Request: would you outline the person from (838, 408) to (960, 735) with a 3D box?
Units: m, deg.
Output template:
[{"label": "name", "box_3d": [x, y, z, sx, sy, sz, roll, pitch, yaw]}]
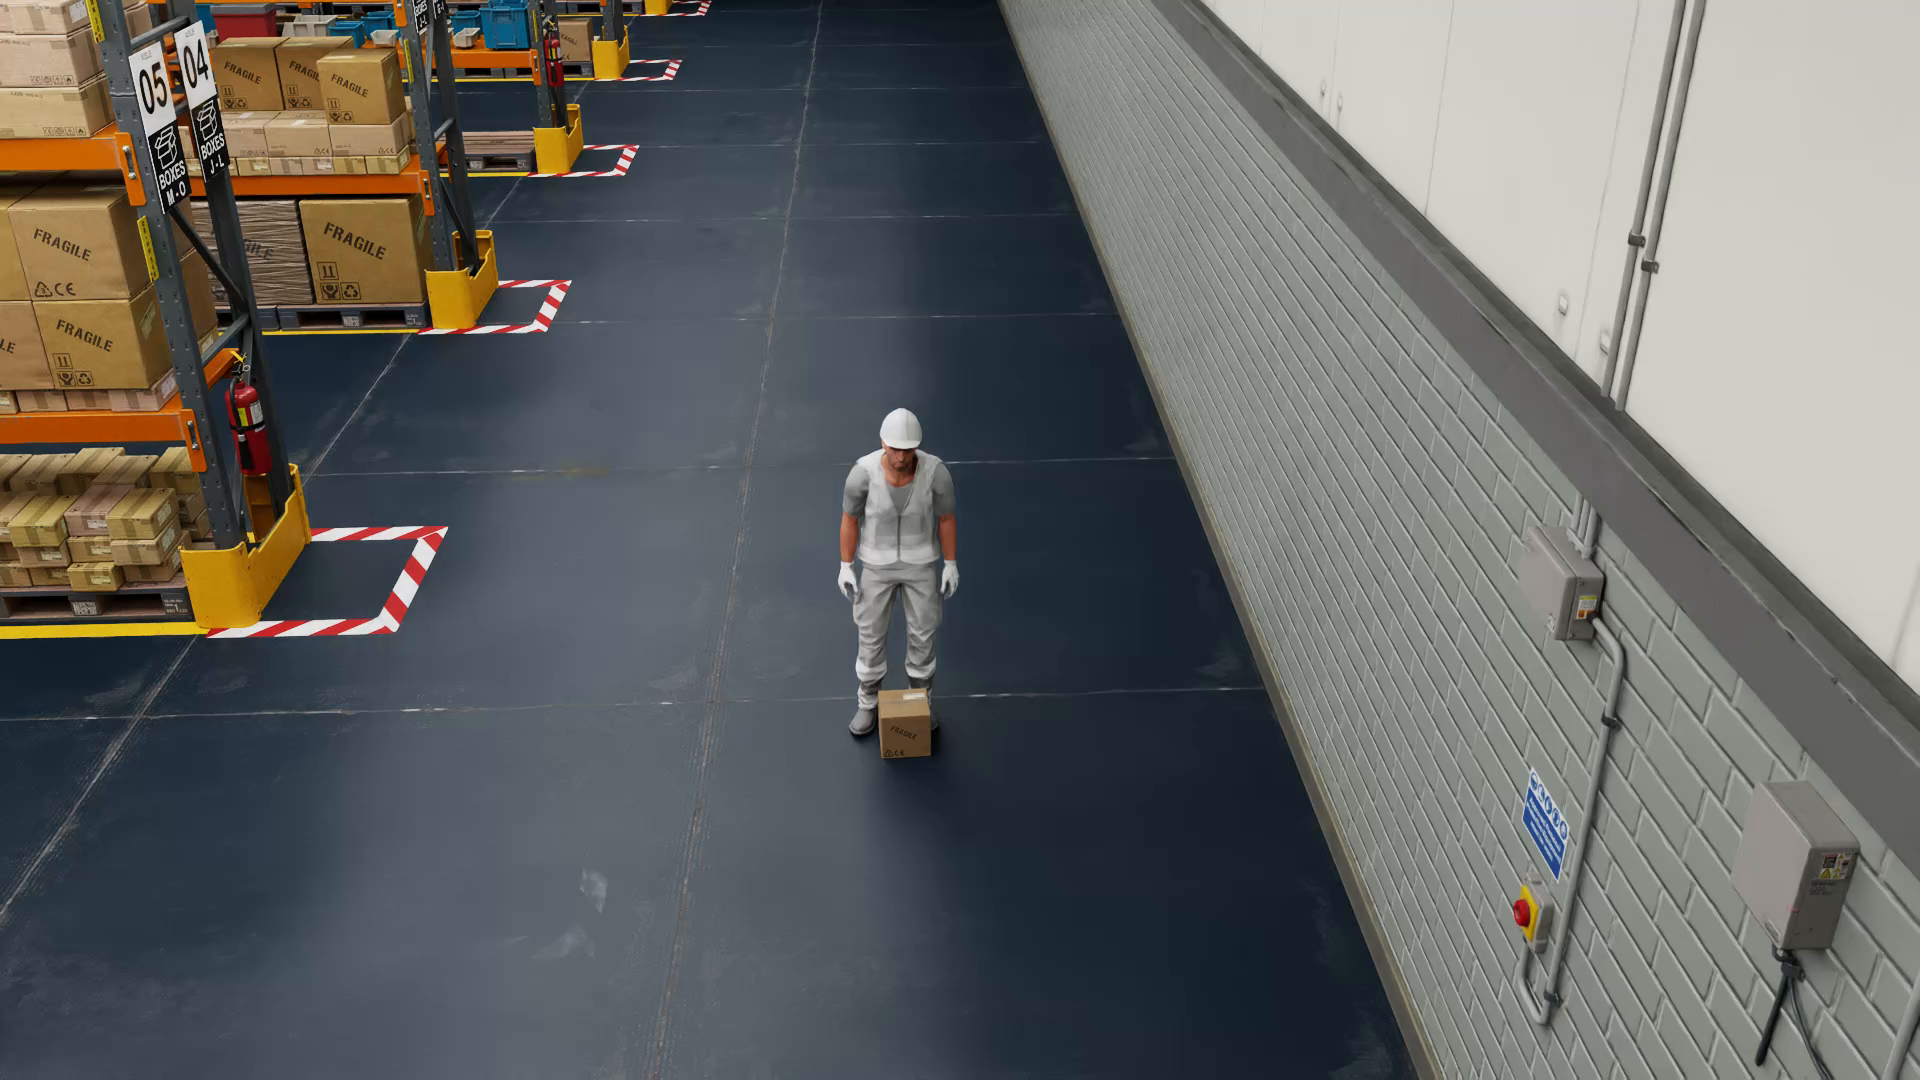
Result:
[{"label": "person", "box_3d": [-0.306, 0.152, 8.307, 0.609, 1.779, 0.454, -2, 27, -3]}]
